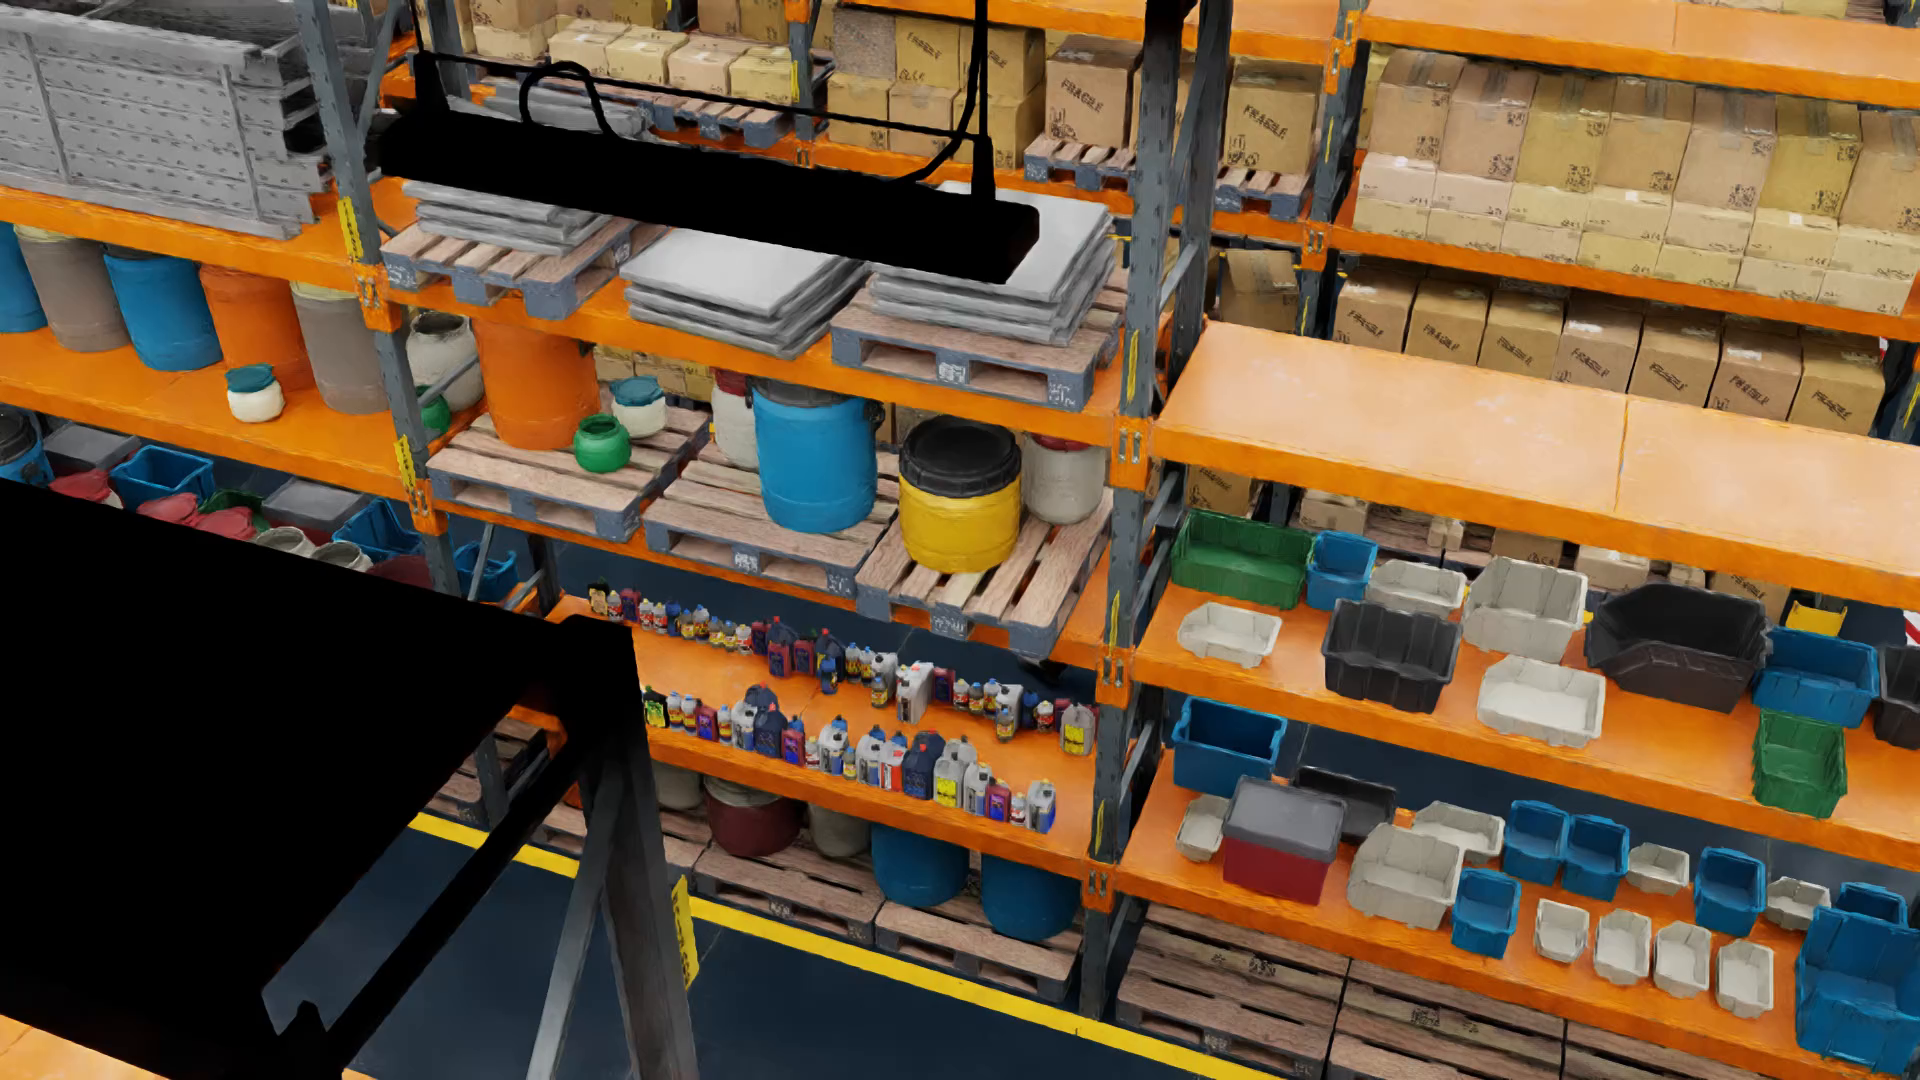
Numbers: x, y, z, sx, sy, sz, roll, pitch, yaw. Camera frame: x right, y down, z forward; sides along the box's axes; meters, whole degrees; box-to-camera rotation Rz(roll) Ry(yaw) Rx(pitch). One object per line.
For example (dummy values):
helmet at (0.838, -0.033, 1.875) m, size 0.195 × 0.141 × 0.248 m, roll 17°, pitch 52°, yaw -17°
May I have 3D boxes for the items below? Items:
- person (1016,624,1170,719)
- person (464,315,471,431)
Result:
person at (0.917, 0.440, 11.340) m, size 1.193 × 1.700 × 0.588 m, roll 11°, pitch 38°, yaw 15°
person at (-4.019, -1.525, 13.995) m, size 1.123 × 1.709 × 0.553 m, roll 14°, pitch 39°, yaw 18°
